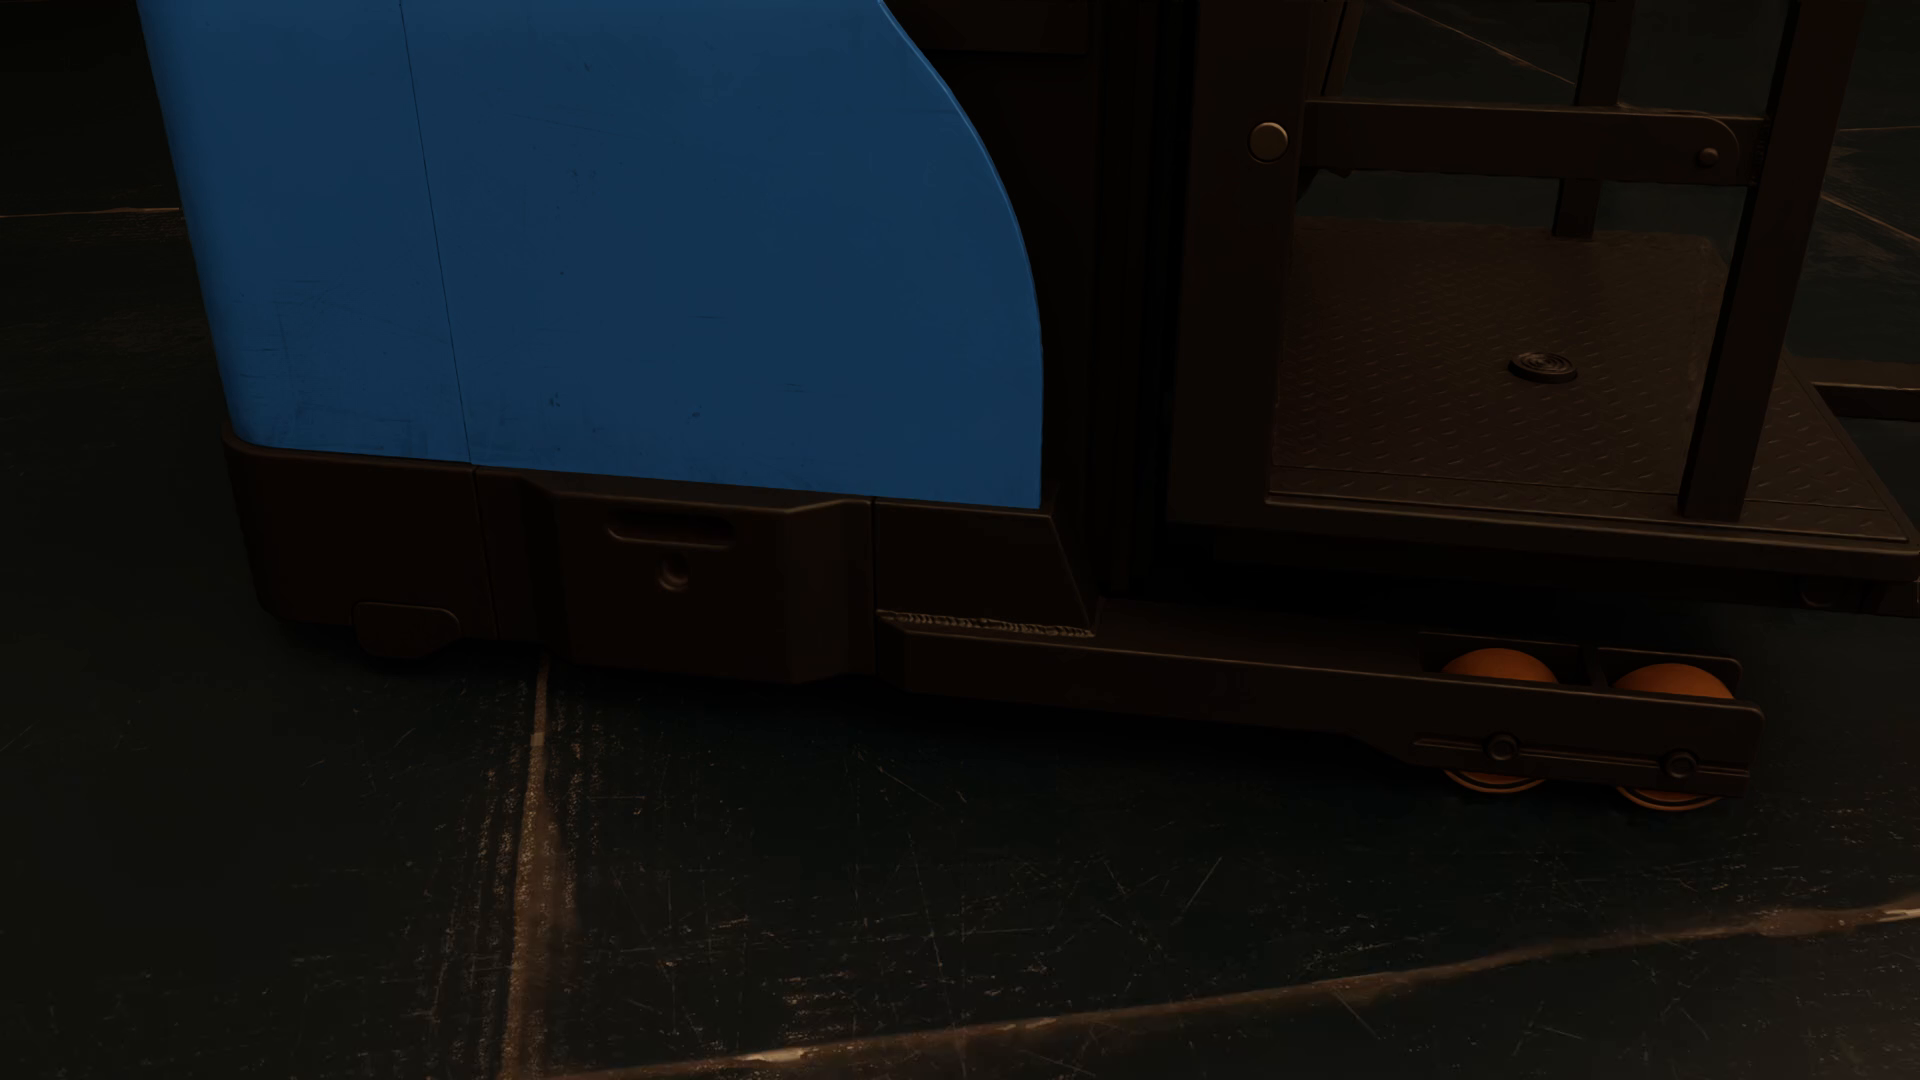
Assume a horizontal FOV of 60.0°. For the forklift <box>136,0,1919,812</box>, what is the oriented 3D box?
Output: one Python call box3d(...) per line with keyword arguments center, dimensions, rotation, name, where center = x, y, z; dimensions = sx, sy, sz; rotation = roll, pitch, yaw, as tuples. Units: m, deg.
box3d(center=(0.625, -1.253, 1.734), dimensions=(3.031, 2.935, 1.130), rotation=(5, 28, 9), name="forklift")
